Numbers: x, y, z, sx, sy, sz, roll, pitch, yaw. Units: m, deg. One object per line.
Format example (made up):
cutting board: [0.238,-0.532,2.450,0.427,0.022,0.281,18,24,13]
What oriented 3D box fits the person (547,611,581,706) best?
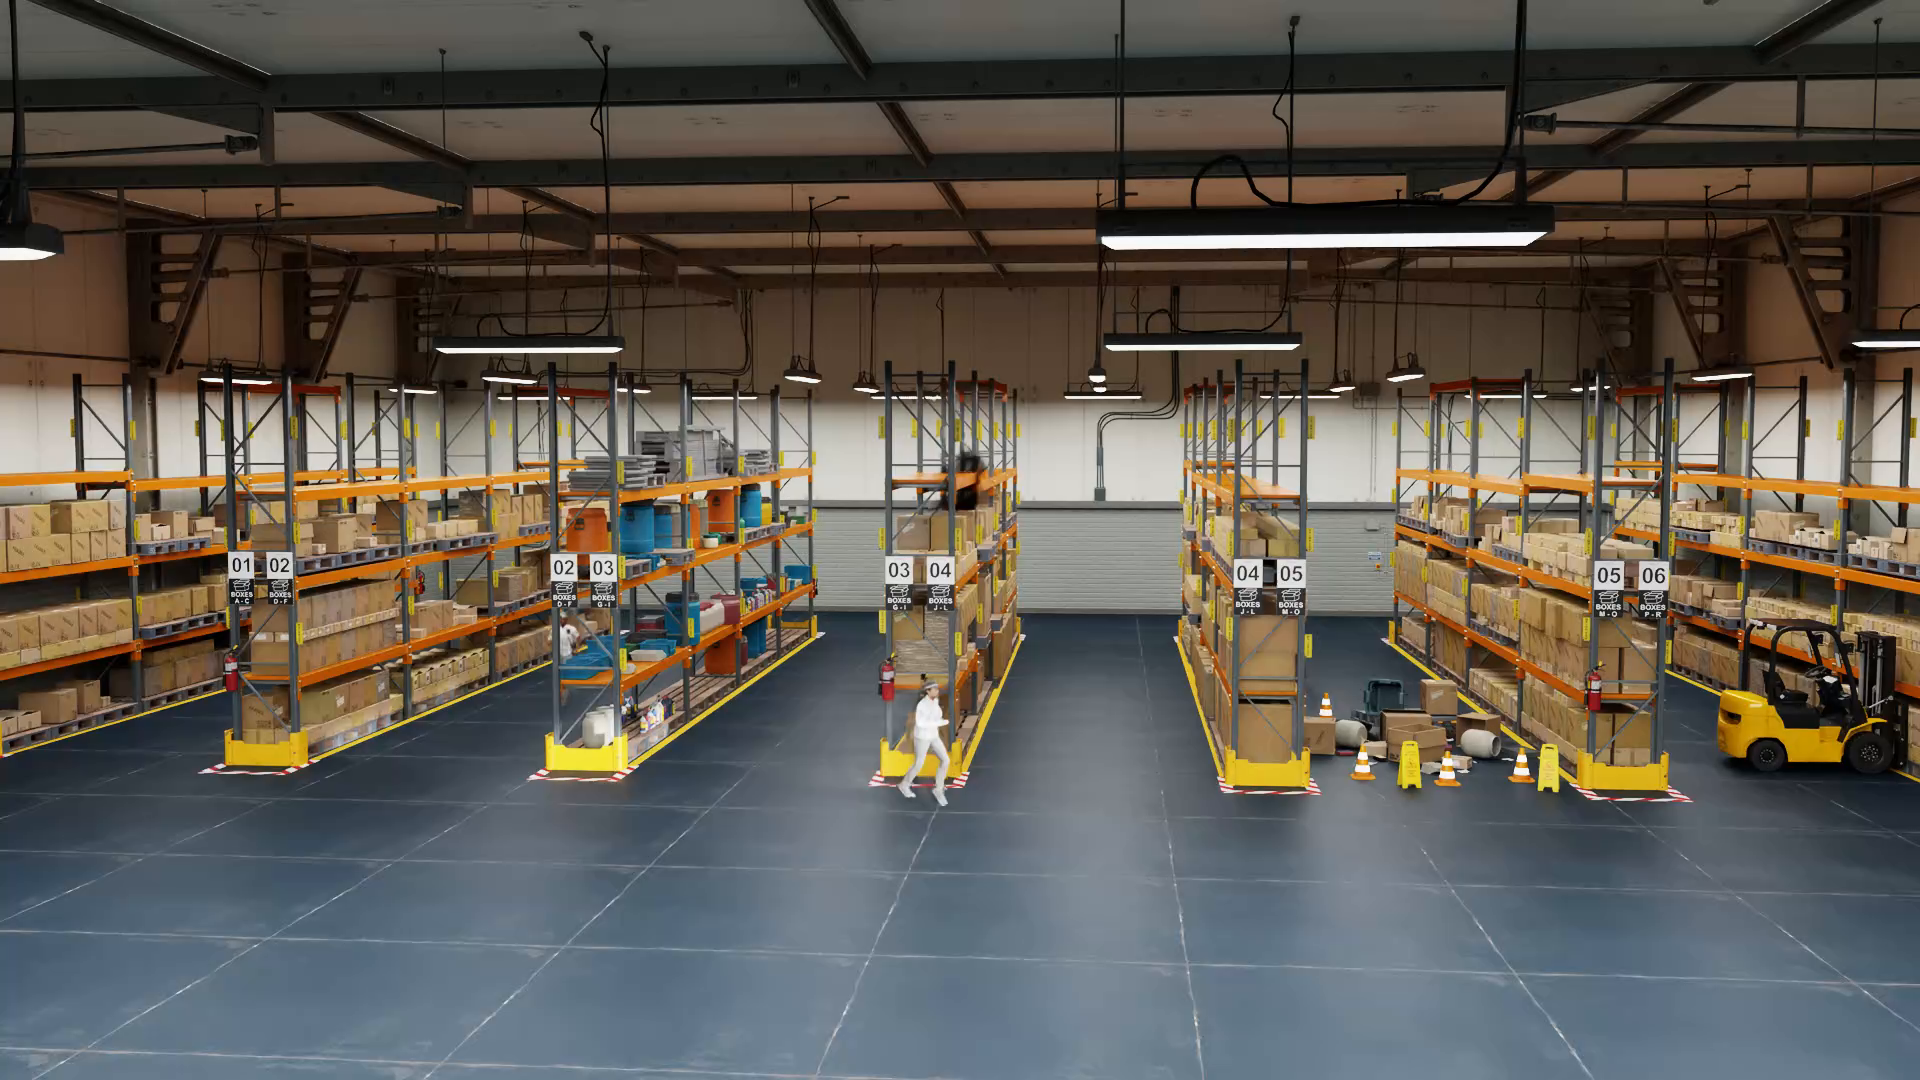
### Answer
person: [-7.271,2.136,30.489,0.575,1.673,0.938,0,4,-1]

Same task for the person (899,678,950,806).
person: [-0.476,2.698,22.351,0.825,1.724,0.638,2,4,33]
